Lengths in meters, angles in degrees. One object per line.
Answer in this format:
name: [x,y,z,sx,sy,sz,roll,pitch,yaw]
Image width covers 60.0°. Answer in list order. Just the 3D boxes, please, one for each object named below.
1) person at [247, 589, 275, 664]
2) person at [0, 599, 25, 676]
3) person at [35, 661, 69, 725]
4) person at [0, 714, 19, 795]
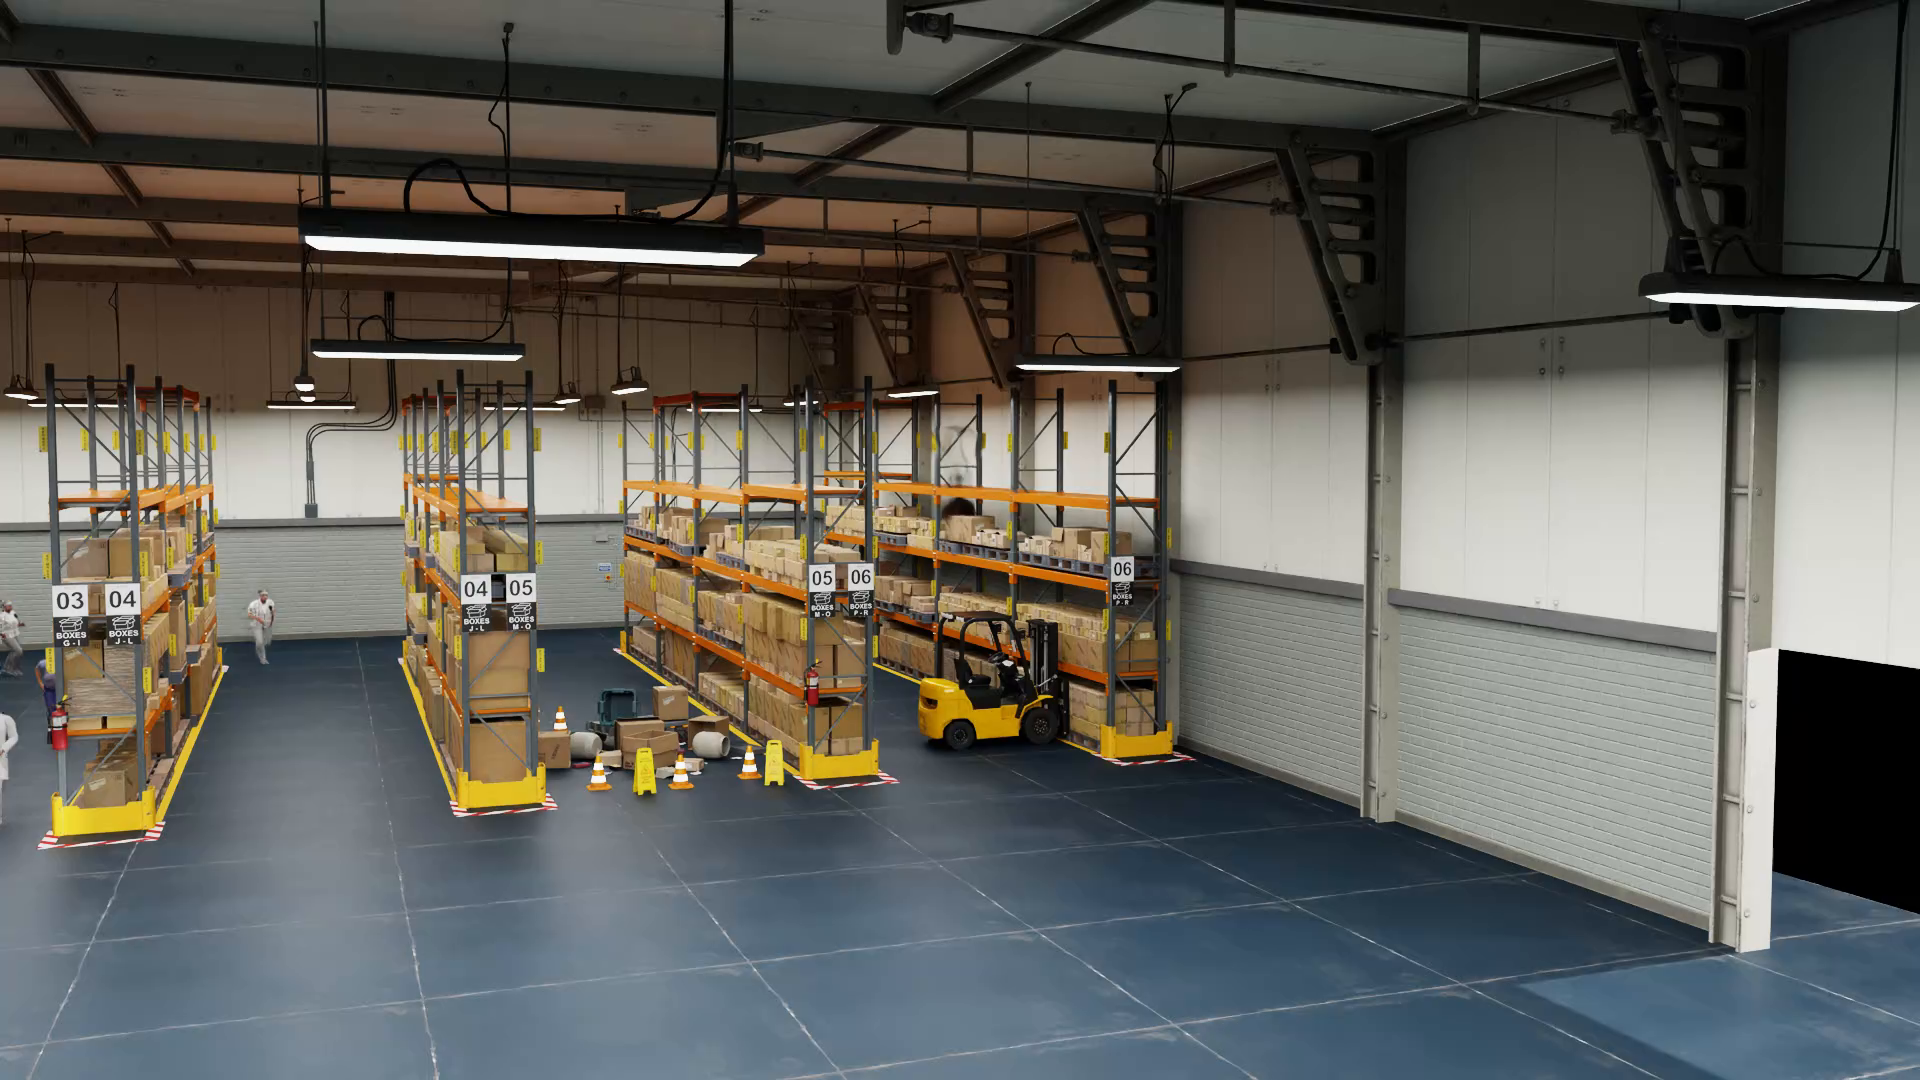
person: [-15.850,1.951,37.755,0.650,1.720,0.745,-3,4,-38]
person: [-20.358,2.106,35.617,0.668,1.692,0.600,0,3,5]
person: [-15.171,2.609,27.975,0.640,1.612,0.962,-1,4,-20]
person: [-12.616,2.875,21.591,0.709,1.705,0.612,-3,4,-37]
